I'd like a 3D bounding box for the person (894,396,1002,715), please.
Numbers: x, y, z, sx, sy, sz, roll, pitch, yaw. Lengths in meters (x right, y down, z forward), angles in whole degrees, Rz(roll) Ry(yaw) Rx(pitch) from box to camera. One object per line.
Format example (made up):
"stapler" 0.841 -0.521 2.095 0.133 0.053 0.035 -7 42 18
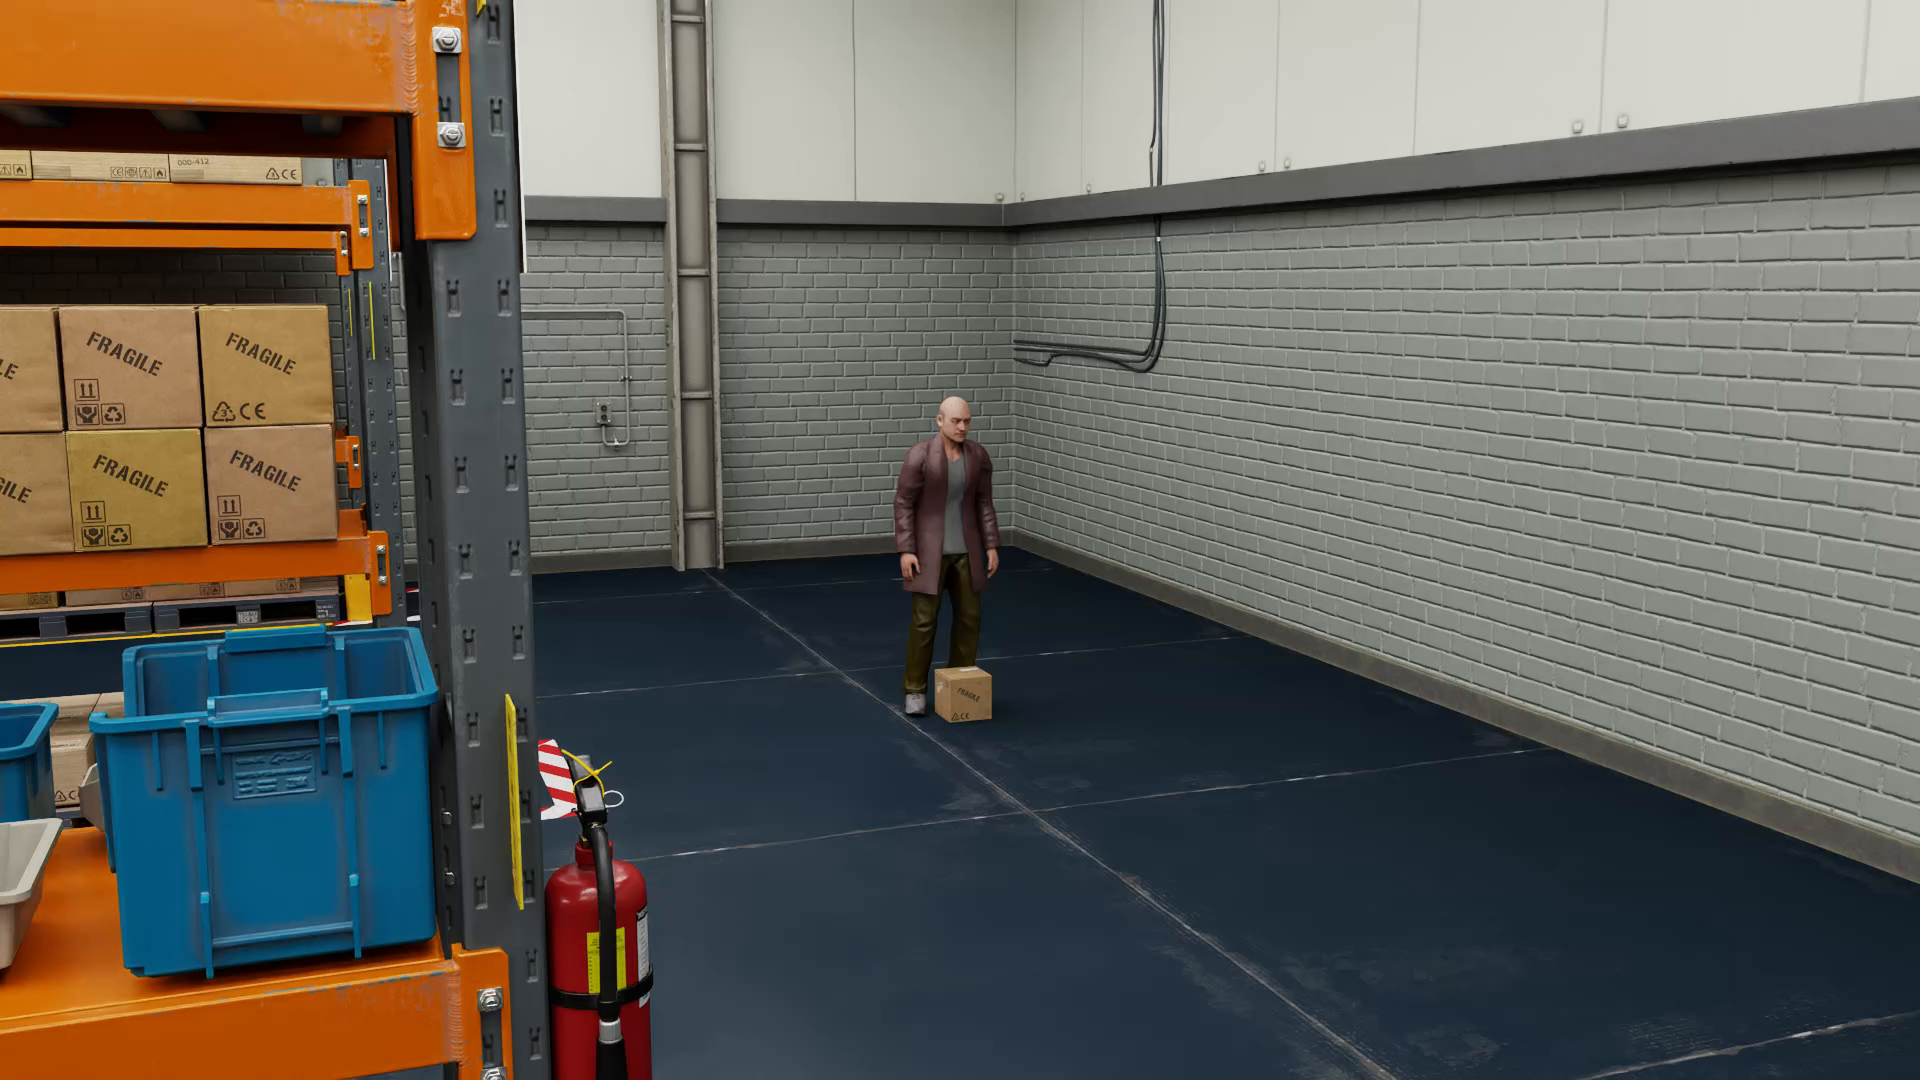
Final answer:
"person" -0.066 0.074 9.420 0.653 1.774 0.422 -4 10 -24
